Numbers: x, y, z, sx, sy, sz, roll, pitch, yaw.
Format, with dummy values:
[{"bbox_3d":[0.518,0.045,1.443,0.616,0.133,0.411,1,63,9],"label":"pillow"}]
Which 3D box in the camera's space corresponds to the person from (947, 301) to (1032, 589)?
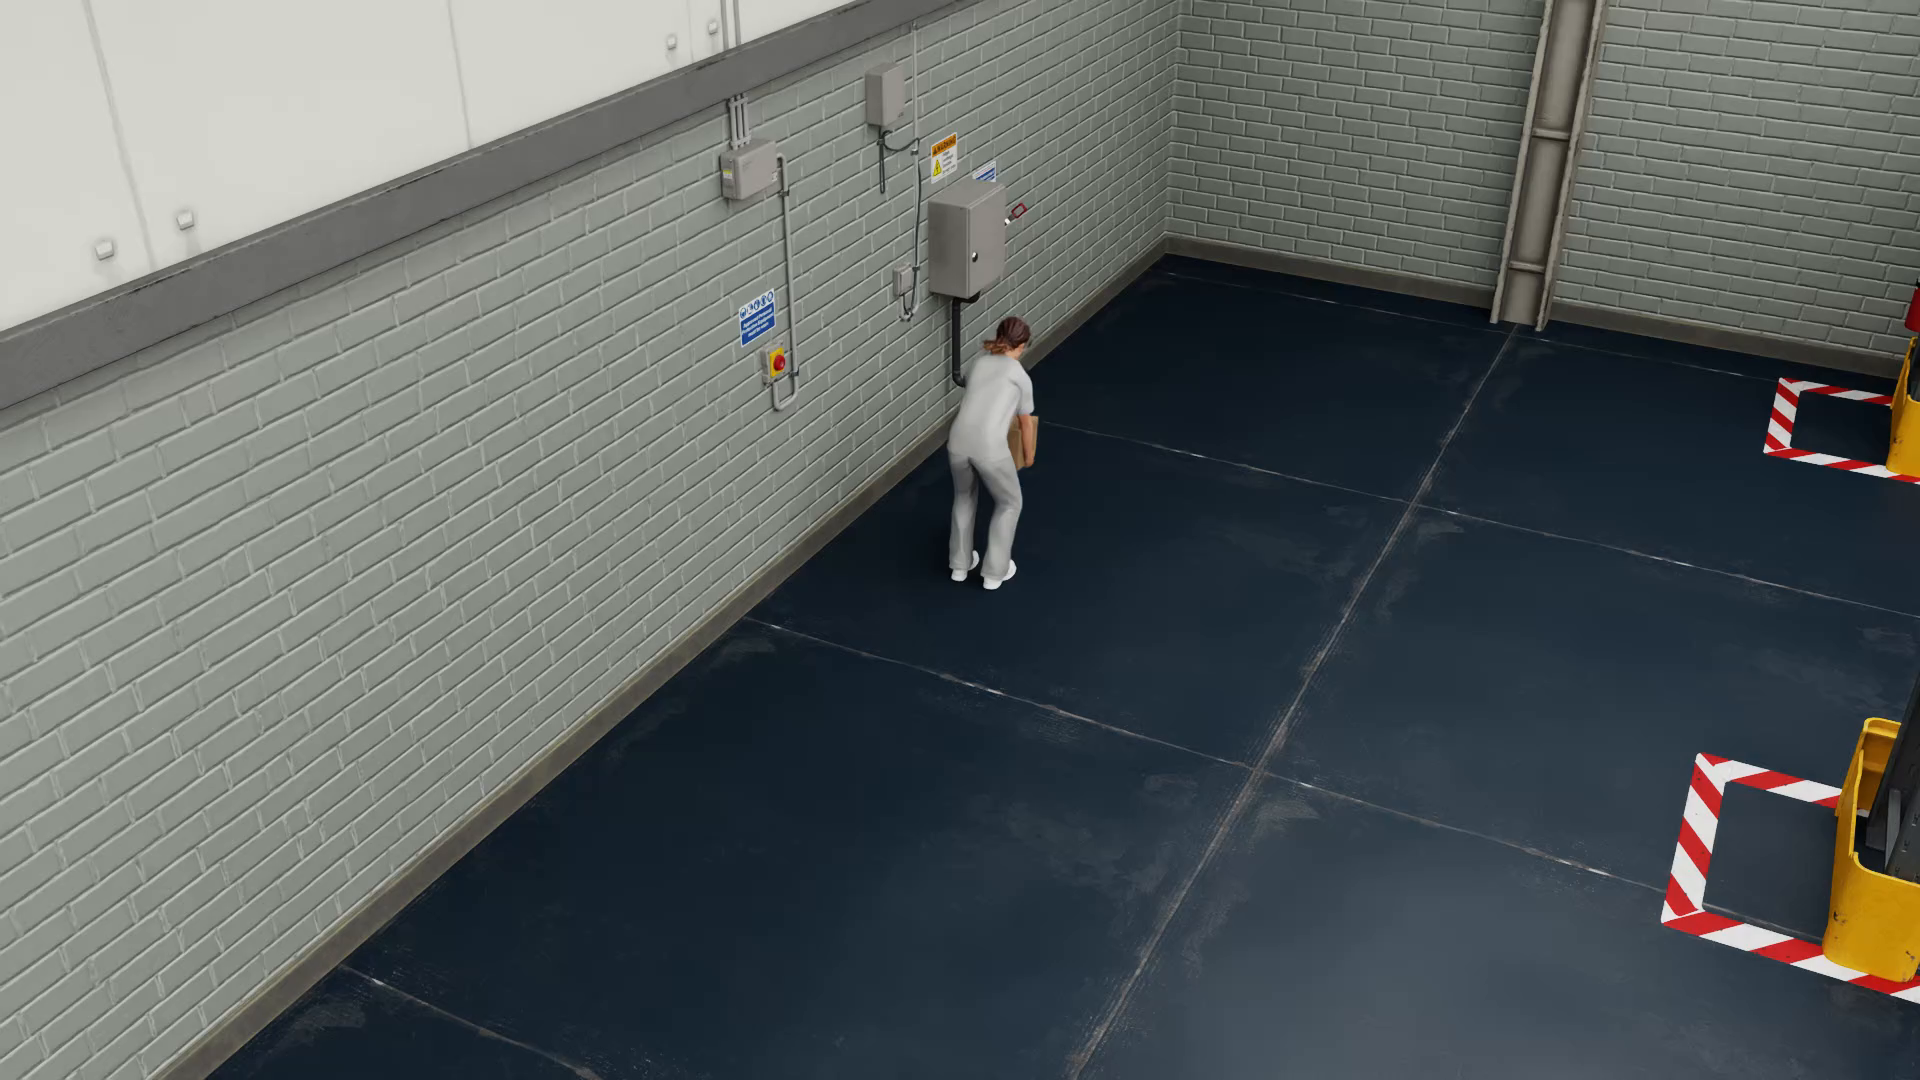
[{"bbox_3d":[0.156,-0.529,9.273,0.409,1.606,0.550,14,33,22],"label":"person"}]
